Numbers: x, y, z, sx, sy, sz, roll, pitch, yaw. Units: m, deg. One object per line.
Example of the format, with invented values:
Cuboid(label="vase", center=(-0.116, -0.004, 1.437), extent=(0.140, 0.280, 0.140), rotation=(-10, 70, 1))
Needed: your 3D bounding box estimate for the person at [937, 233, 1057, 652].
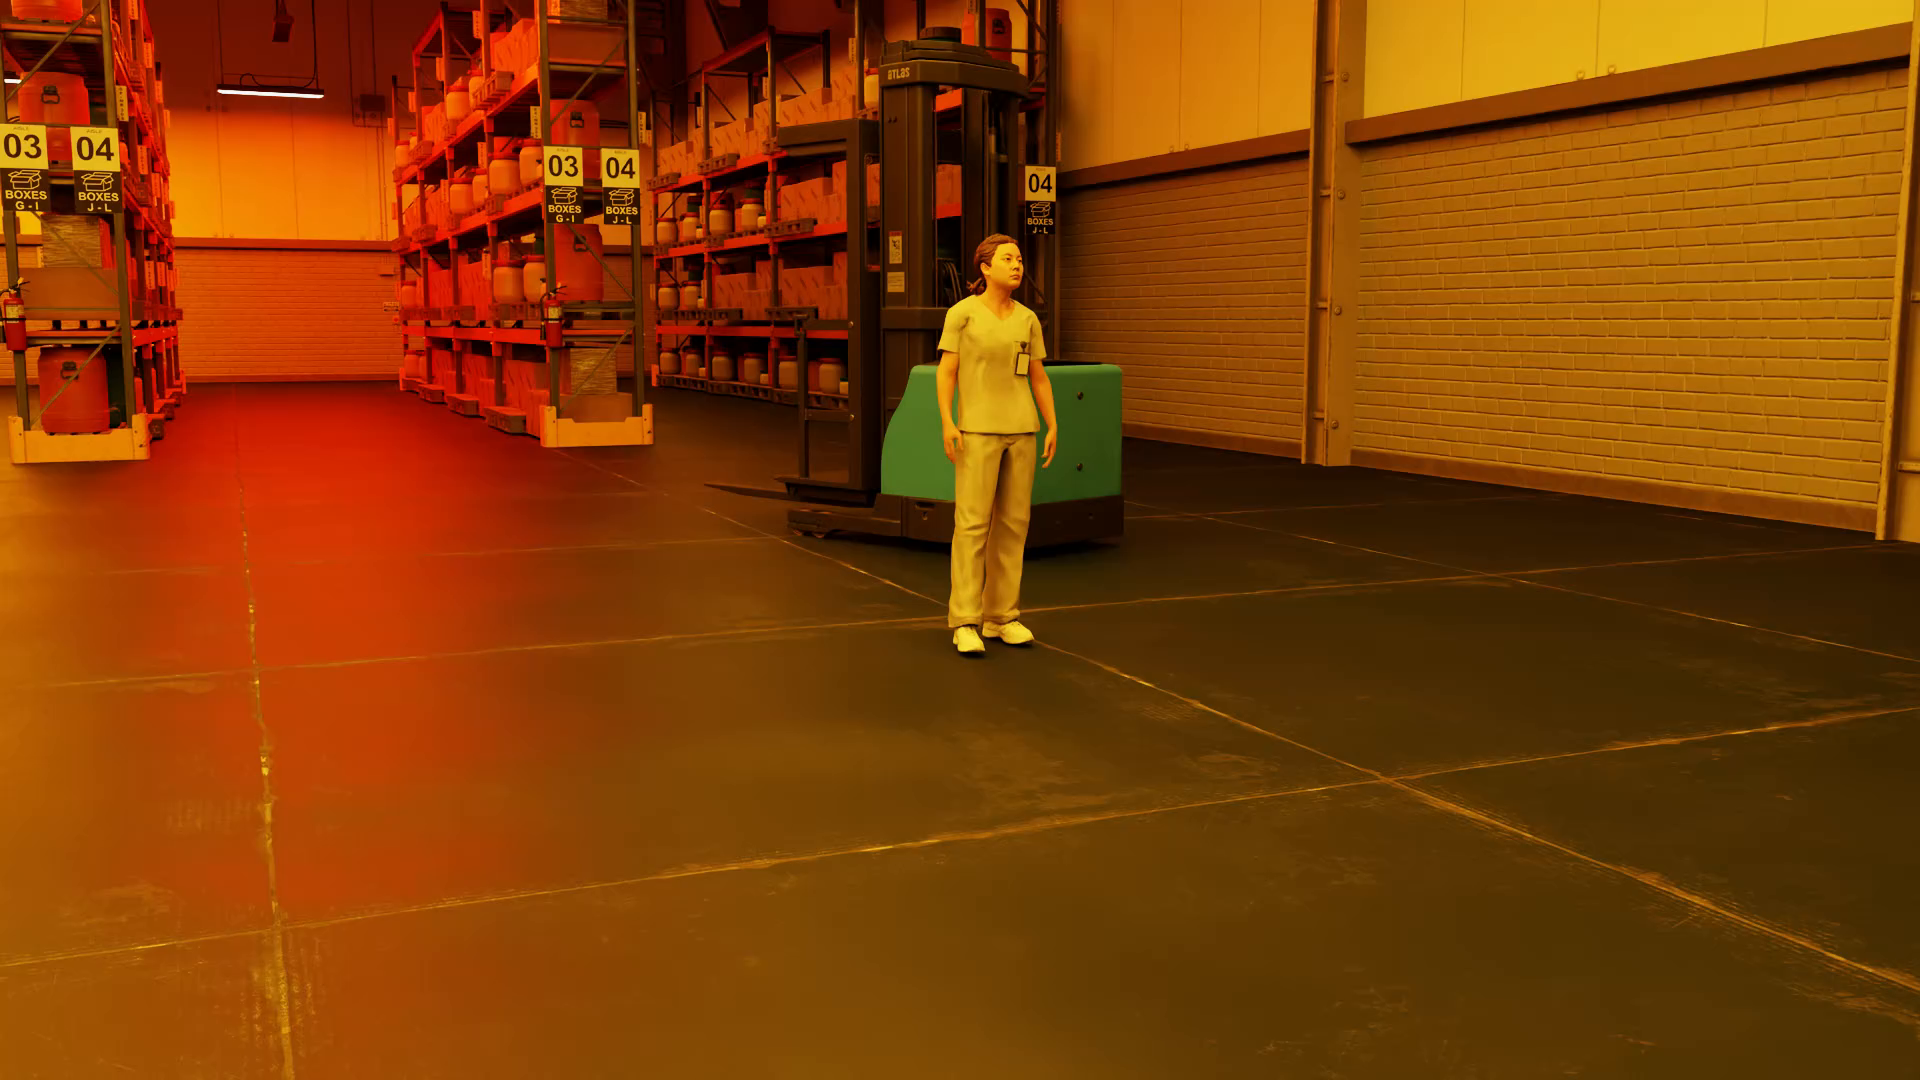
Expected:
Cuboid(label="person", center=(0.172, -0.412, 6.814), extent=(0.550, 1.675, 0.549), rotation=(-3, 8, -24))

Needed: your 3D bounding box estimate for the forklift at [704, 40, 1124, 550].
Cuboid(label="forklift", center=(-0.436, -1.509, 10.383), extent=(3.031, 2.935, 1.130), rotation=(7, 10, 44))
